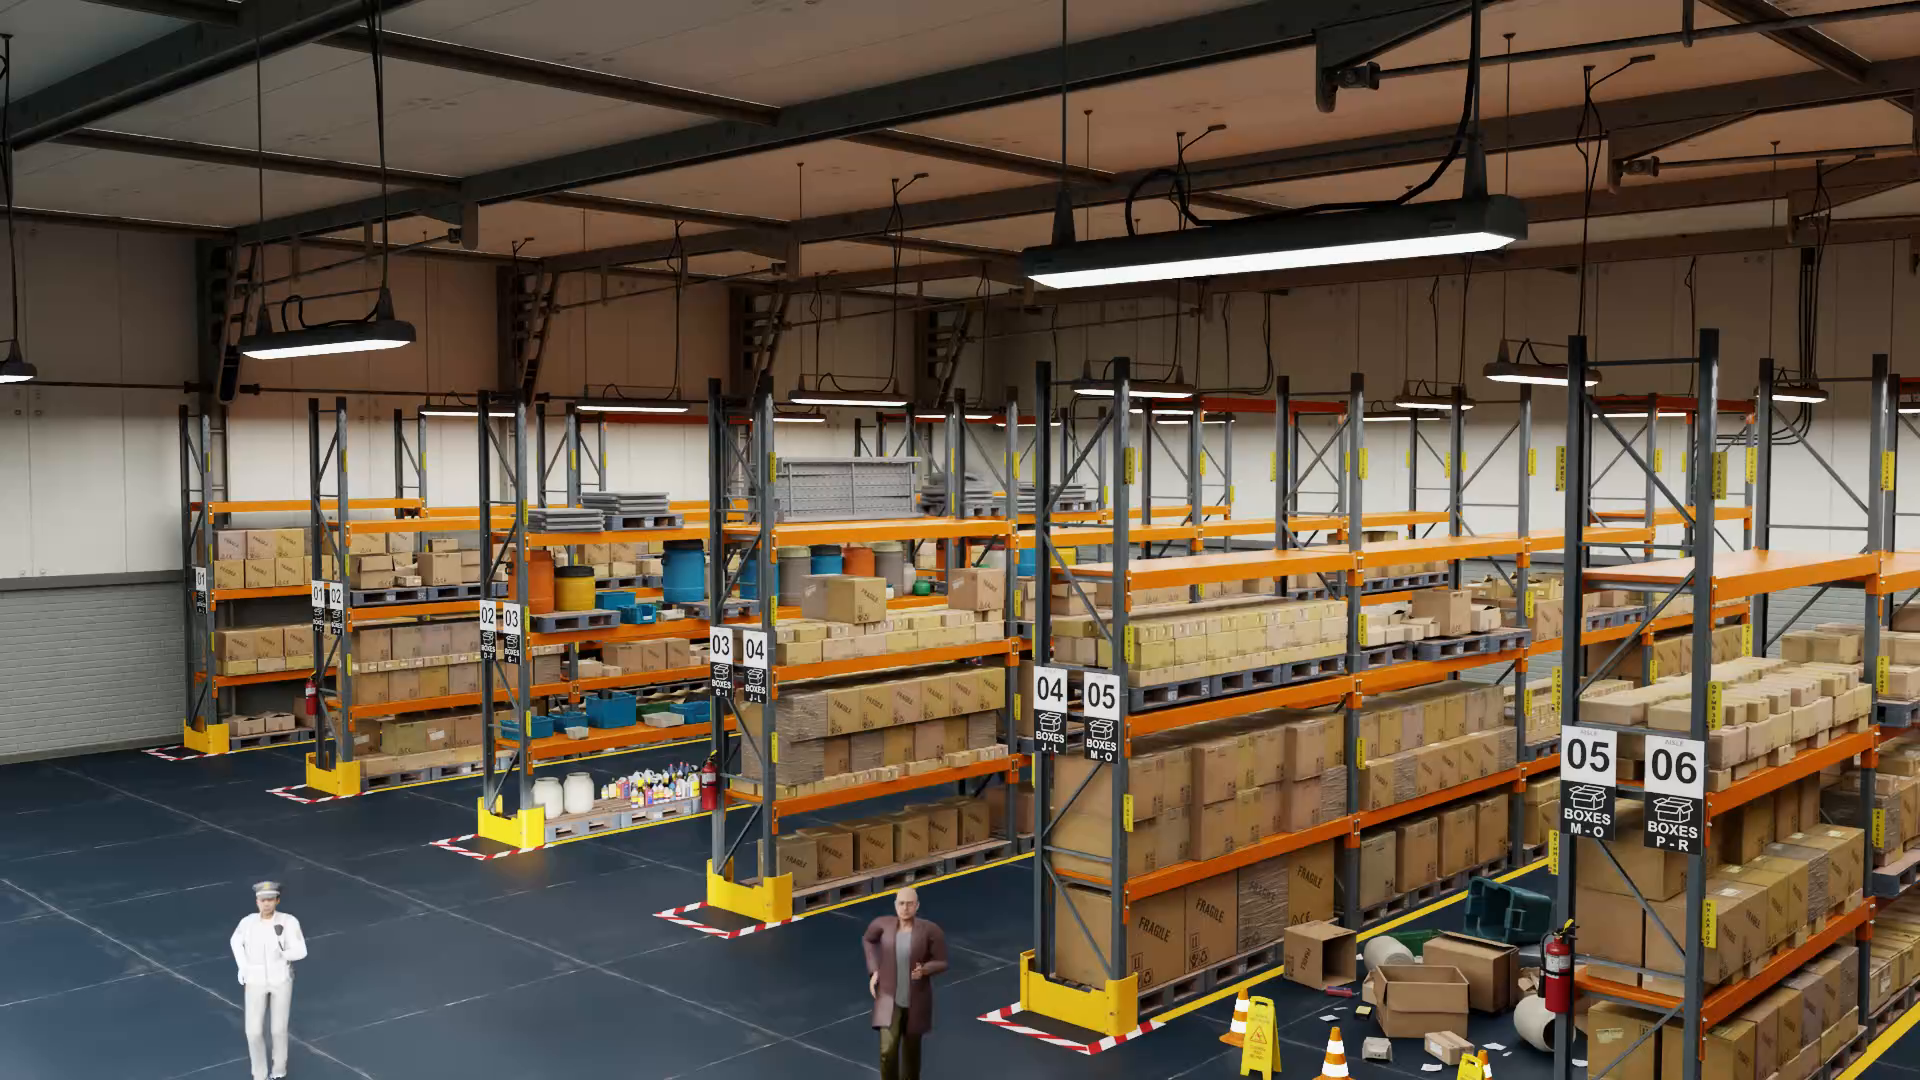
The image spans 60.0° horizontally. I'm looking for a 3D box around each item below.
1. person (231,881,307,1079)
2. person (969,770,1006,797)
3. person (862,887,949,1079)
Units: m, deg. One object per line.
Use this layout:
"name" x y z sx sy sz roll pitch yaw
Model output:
"person" -5.584 3.610 13.408 0.575 1.752 0.709 -1 3 -18
"person" 0.430 3.018 24.931 0.555 1.710 0.803 2 4 35
"person" -0.429 3.604 12.894 0.683 1.849 0.852 0 3 0
